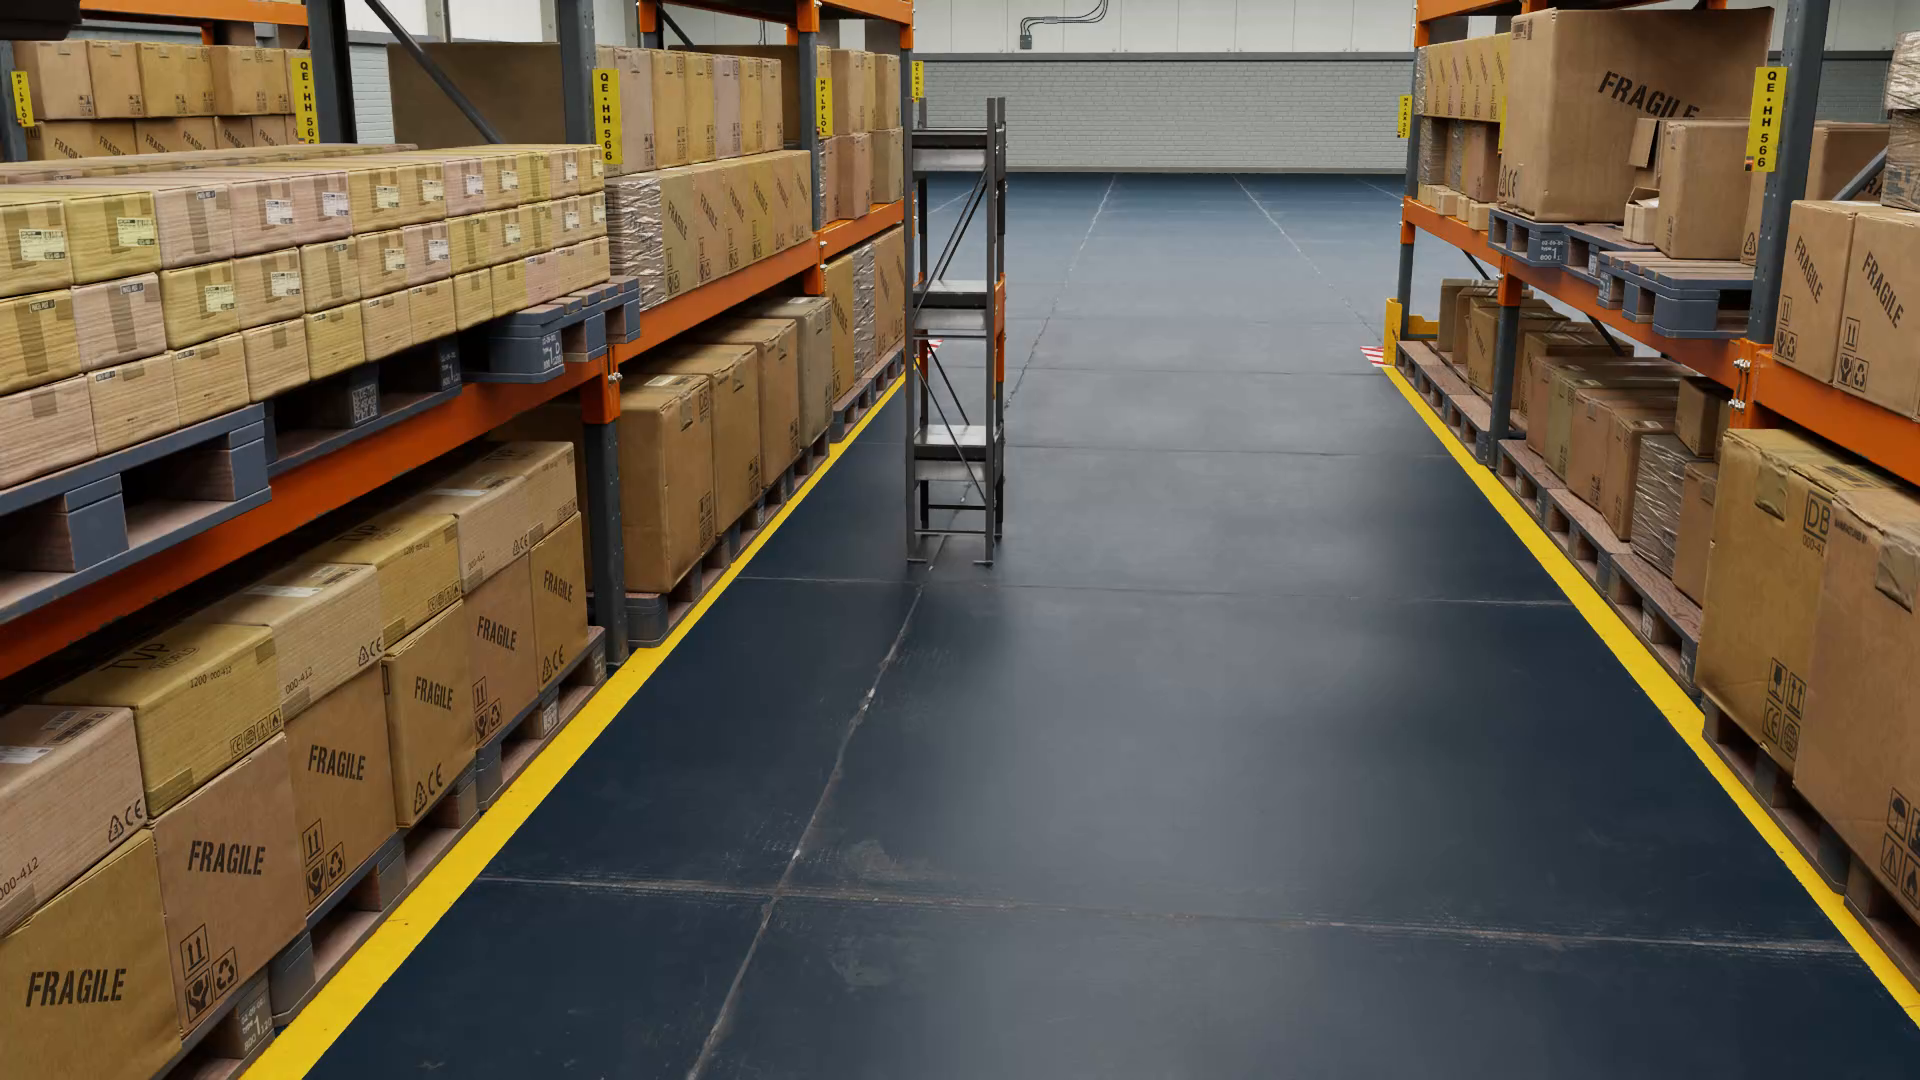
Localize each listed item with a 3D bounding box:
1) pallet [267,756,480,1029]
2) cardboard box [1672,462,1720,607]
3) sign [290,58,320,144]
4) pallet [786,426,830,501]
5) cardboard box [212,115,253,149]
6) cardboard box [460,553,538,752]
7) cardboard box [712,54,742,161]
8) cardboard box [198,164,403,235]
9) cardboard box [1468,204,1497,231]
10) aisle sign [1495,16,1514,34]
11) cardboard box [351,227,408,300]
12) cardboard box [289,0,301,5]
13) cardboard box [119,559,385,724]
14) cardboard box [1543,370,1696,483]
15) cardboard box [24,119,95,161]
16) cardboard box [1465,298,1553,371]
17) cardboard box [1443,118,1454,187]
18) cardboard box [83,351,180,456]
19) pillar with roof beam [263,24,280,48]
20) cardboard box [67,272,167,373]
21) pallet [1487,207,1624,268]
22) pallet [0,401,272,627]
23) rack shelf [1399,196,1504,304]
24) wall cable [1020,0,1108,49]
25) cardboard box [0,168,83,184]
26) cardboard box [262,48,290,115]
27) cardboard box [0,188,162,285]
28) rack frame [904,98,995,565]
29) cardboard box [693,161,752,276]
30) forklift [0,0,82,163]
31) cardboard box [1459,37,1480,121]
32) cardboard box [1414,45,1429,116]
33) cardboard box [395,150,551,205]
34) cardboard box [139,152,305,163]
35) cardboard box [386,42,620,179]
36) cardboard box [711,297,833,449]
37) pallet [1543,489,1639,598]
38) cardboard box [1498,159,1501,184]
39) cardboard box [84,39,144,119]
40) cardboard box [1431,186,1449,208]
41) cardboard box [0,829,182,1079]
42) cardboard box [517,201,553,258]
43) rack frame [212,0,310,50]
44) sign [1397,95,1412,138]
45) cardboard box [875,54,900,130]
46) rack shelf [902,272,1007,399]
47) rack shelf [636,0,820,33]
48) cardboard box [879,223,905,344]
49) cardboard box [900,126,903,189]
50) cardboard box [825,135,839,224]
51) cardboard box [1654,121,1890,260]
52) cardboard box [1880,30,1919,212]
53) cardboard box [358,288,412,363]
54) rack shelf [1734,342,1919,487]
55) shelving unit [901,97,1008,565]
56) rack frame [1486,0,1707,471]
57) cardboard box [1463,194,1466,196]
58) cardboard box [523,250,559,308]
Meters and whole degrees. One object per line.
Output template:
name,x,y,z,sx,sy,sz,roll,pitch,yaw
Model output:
pallet,-2.017,0.878,4.512,1.003,0.211,1.213,2,15,6
cardboard box,3.185,0.005,6.341,0.700,0.500,0.500,1,15,3
sign,-2.339,-1.561,5.971,0.100,0.325,0.005,2,15,6
pallet,-1.348,-0.476,9.517,1.003,0.211,1.213,2,15,6
cardboard box,-5.723,-2.965,12.619,0.500,0.500,0.500,2,15,6
cardboard box,-1.664,0.330,5.179,0.500,0.500,0.500,2,15,9
cardboard box,-1.500,-2.162,8.303,0.700,0.500,0.500,2,15,7
cardboard box,-1.566,-0.812,3.955,0.380,0.149,0.250,2,15,8
cardboard box,3.356,-1.991,10.259,0.380,0.149,0.250,2,15,6
aisle sign,4.337,-4.151,12.788,0.394,0.787,0.004,2,15,6
cardboard box,-1.563,-0.669,3.995,0.380,0.149,0.250,1,15,5
cardboard box,-5.577,-4.407,13.449,0.380,0.149,0.250,2,15,7
cardboard box,-1.774,0.238,4.081,0.500,0.250,0.500,2,15,8
cardboard box,3.417,-0.576,8.491,0.700,0.500,0.500,2,15,6
cardboard box,-5.939,-2.442,10.683,0.500,0.500,0.500,2,15,6
cardboard box,3.822,-1.406,11.600,0.500,0.500,0.500,3,15,11
cardboard box,4.005,-2.806,12.032,0.875,0.500,0.500,2,15,6
cardboard box,-1.680,-0.256,3.040,0.380,0.149,0.250,2,15,7
pillar with roof beam,-6.090,-9.054,24.406,9.100,9.000,0.400,2,15,6
cardboard box,-1.682,-0.397,2.991,0.380,0.149,0.250,2,15,8
pallet,3.350,-1.565,8.572,1.003,0.211,1.213,2,15,6
pallet,-2.008,-0.051,2.970,1.003,0.211,1.213,2,15,6
rack shelf,3.806,-2.023,11.276,1.077,0.370,4.000,2,15,6
wall cable,2.741,-15.932,43.328,2.305,6.003,0.169,2,15,6
cardboard box,-2.240,-0.766,3.785,0.380,0.149,0.250,1,15,4
cardboard box,-5.720,-3.586,13.000,0.700,0.500,0.500,2,15,7
cardboard box,-1.681,-0.545,2.970,0.380,0.149,0.250,2,15,7
rack frame,-0.046,-0.907,7.495,0.400,2.100,0.015,2,15,6
cardboard box,-1.298,-1.535,7.902,0.500,0.500,0.500,2,15,6
forklift,-4.019,-1.043,6.405,1.130,2.935,3.031,1,15,2
cardboard box,3.470,-2.911,10.503,0.500,0.500,0.500,2,15,6
cardboard box,3.699,-3.429,12.421,0.500,0.500,0.500,2,15,6
cardboard box,-1.447,-1.082,4.953,0.380,0.149,0.250,2,15,8
cardboard box,-2.122,-1.039,4.796,0.380,0.149,0.250,1,15,4
cardboard box,-1.727,-1.634,6.351,0.700,0.500,0.500,2,15,6
cardboard box,-1.317,-0.977,9.535,1.050,0.750,0.750,2,15,6
pallet,3.359,0.013,7.708,1.003,0.211,1.213,2,15,6
cardboard box,3.784,-2.287,10.113,0.875,0.500,0.500,2,15,6
cardboard box,-5.922,-3.058,11.047,0.700,0.500,0.500,2,15,7
cardboard box,3.665,-2.507,12.168,0.380,0.149,0.250,2,15,6
cardboard box,-1.892,0.871,3.179,0.500,0.500,0.500,2,15,8
cardboard box,-1.446,-0.933,4.972,0.380,0.149,0.250,2,15,8
rack frame,-5.815,-3.181,14.180,1.000,3.000,0.127,2,15,6
sign,3.493,-3.323,13.047,0.100,0.325,0.005,2,15,6
cardboard box,-0.936,-3.415,12.688,0.875,0.550,0.550,2,15,6
rack shelf,-0.019,-0.957,7.733,0.431,0.518,0.480,2,15,6
rack shelf,-1.562,-2.606,7.685,1.077,0.370,4.000,2,15,6
cardboard box,-0.896,-2.061,13.303,0.875,0.875,0.875,2,15,7
cardboard box,-0.882,-3.036,13.358,0.875,0.550,0.550,2,15,6
cardboard box,-1.267,-2.336,10.767,0.875,0.550,0.550,2,15,6
cardboard box,3.114,-1.354,6.428,0.700,0.500,0.500,4,16,15
cardboard box,3.031,-1.158,4.584,0.797,0.503,0.637,2,15,8
cardboard box,-1.564,-0.523,4.028,0.380,0.149,0.250,1,15,4
rack shelf,2.904,0.052,3.603,1.077,0.370,4.000,2,15,6
shelving unit,-0.019,-0.971,7.729,0.431,2.100,0.503,2,15,6
rack frame,3.581,-1.852,9.264,1.000,3.000,0.127,2,15,6
cardboard box,3.601,-2.246,11.204,0.380,0.149,0.250,2,15,6
cardboard box,-1.445,-0.796,5.035,0.380,0.149,0.250,2,15,7
